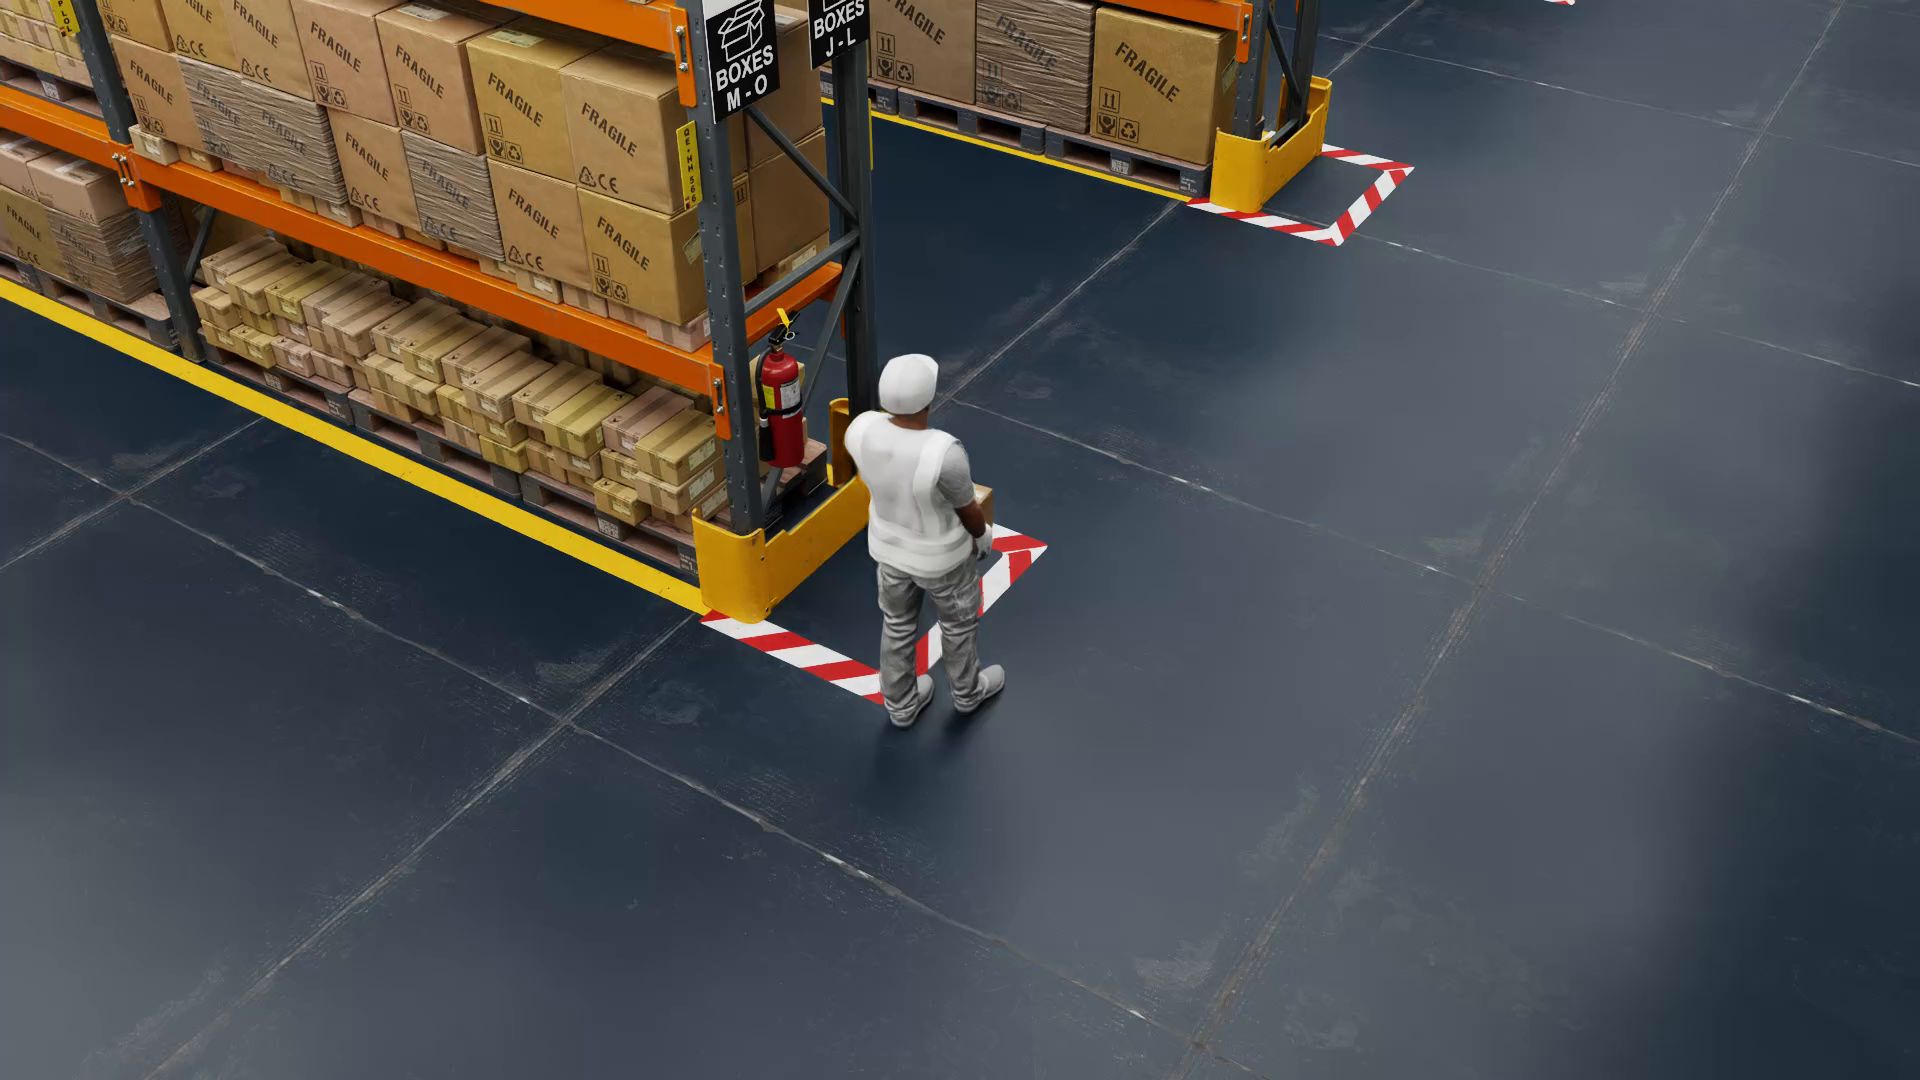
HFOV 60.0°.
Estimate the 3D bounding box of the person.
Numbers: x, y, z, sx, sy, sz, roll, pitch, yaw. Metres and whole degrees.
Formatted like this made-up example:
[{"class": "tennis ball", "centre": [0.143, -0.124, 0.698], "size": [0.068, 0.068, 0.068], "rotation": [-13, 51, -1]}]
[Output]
[{"class": "person", "centre": [-0.125, -0.024, 6.679], "size": [0.540, 1.785, 0.551], "rotation": [20, 42, 23]}]
